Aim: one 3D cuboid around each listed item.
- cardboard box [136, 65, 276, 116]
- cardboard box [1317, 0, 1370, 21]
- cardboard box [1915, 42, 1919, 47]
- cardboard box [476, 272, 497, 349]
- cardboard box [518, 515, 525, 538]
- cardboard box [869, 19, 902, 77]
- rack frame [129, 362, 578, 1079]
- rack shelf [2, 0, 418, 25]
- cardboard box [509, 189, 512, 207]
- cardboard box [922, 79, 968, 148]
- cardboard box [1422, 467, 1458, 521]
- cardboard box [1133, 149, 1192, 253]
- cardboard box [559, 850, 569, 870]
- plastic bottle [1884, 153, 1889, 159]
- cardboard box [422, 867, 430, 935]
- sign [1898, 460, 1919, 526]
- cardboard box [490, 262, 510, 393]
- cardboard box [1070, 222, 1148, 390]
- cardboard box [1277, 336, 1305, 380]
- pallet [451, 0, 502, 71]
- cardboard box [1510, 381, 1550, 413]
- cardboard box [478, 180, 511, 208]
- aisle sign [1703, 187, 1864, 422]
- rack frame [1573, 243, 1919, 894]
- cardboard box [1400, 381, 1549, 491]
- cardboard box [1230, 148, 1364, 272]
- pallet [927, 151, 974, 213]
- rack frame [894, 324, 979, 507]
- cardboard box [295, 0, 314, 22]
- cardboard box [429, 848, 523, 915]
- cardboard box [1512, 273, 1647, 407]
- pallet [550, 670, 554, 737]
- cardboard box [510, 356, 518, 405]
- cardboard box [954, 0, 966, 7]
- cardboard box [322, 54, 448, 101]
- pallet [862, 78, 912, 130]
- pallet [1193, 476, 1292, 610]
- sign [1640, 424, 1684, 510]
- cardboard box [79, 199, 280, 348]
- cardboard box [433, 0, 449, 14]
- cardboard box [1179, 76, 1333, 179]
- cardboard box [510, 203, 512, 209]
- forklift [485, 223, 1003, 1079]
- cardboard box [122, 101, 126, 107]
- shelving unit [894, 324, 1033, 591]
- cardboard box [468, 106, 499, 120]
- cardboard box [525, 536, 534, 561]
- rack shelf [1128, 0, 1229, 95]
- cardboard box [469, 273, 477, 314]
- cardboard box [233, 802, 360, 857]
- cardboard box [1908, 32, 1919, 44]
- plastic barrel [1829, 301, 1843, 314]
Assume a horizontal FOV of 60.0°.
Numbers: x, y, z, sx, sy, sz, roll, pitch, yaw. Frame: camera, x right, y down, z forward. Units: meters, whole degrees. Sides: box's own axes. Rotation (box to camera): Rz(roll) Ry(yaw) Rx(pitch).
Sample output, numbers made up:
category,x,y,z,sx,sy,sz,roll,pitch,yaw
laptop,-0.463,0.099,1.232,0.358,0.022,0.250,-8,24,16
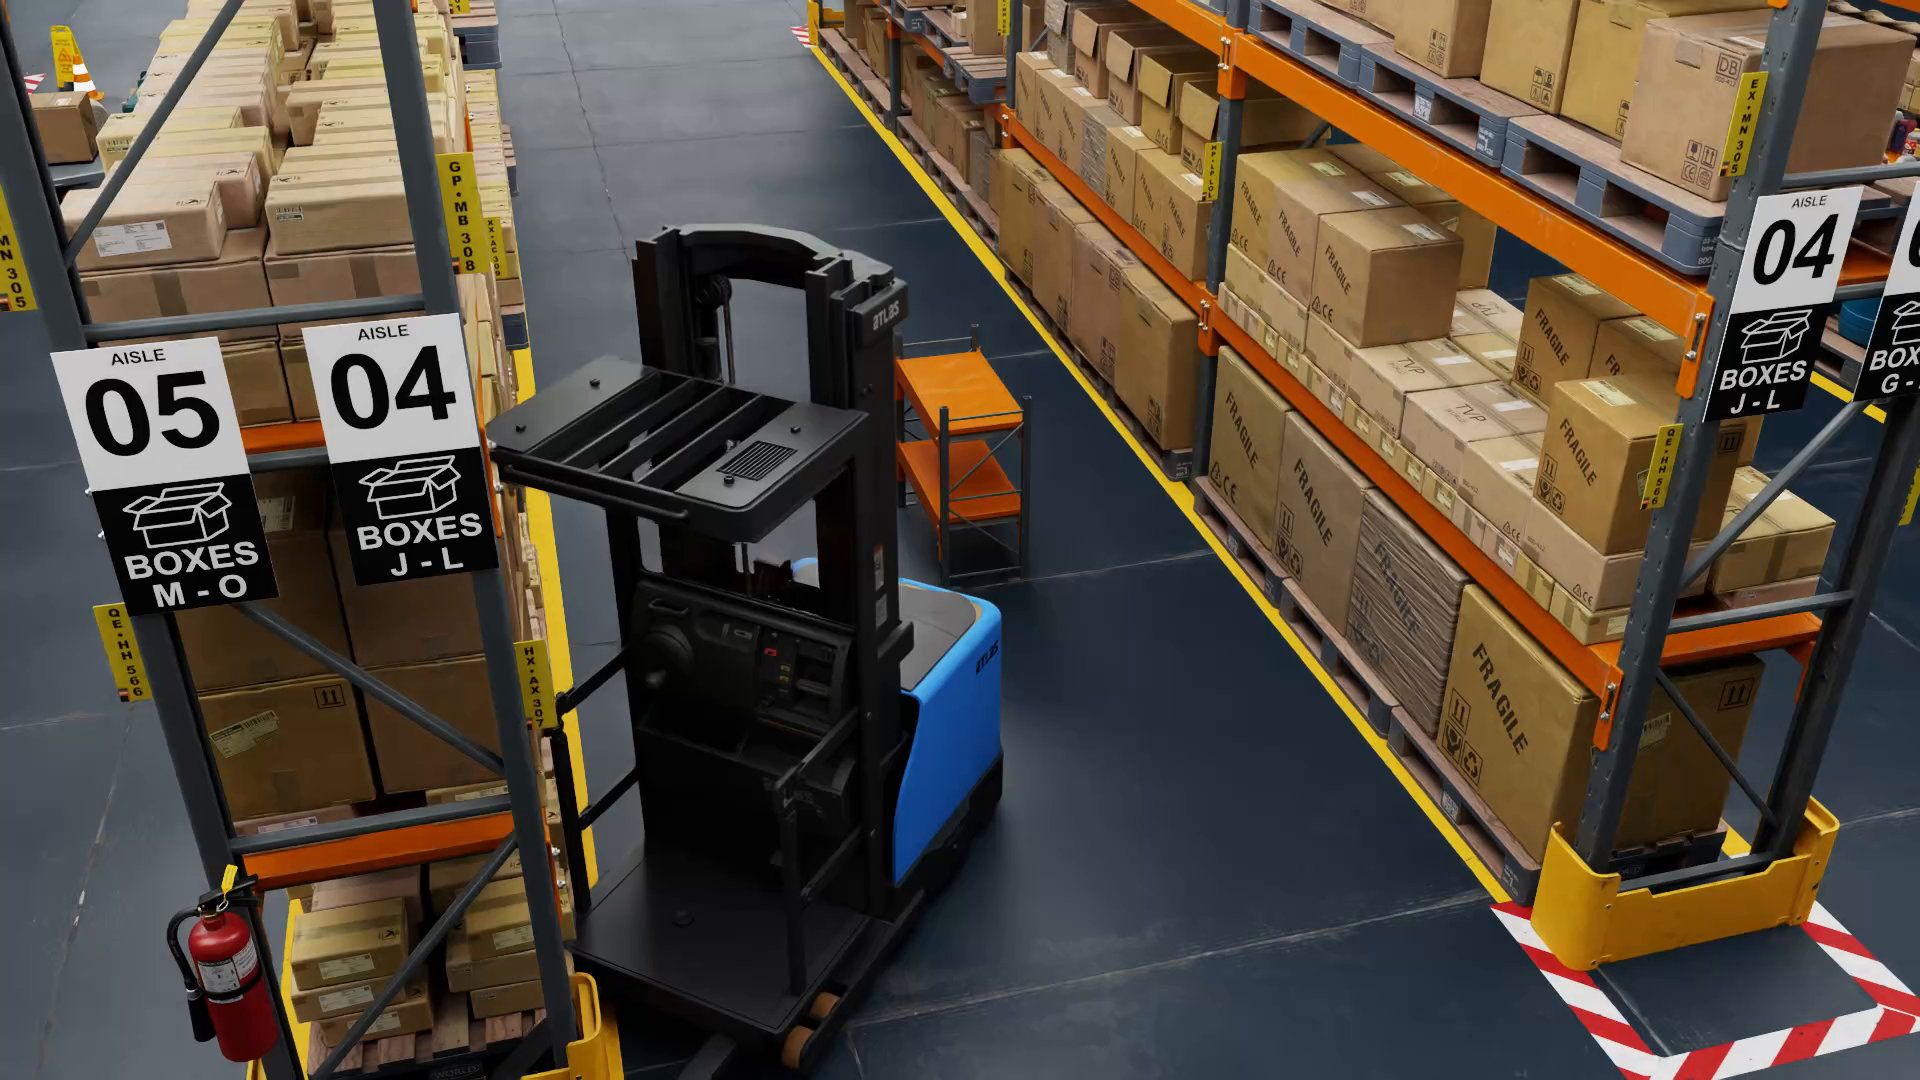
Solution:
category,x,y,z,sx,sy,sz,roll,pitch,yaw
cardboard box,-2.512,-1.472,5.557,0.380,0.149,0.250,-7,31,-12
cardboard box,2.182,-2.844,8.057,0.700,0.500,0.500,-10,31,-16
cardboard box,9.624,-5.086,17.309,0.500,0.311,0.500,-7,31,-12
cardboard box,-2.242,-0.953,7.007,0.500,0.500,0.500,-7,31,-12
cardboard box,-2.441,0.013,8.566,0.380,0.149,0.250,-7,31,-13
cardboard box,-0.674,-5.375,18.118,0.500,0.500,0.500,-11,32,-18
rack frame,-1.831,0.895,5.210,1.000,3.000,0.127,-8,31,-13
rack shelf,-2.361,-2.355,5.557,1.077,0.370,4.000,-8,31,-13
cardboard box,-2.969,-2.114,10.239,0.380,0.149,0.250,-9,31,-16
cardboard box,0.044,-4.088,15.874,0.700,0.500,0.500,-8,31,-14
cardboard box,2.294,-0.228,7.401,0.380,0.149,0.250,-9,31,-14
cardboard box,1.405,-2.121,10.319,0.500,0.500,0.500,-7,31,-12
cardboard box,-1.844,1.279,6.973,0.380,0.149,0.250,-7,31,-13
plastic bottle,6.294,-2.570,11.394,0.097,0.201,0.097,0,30,0
cardboard box,-2.324,1.471,6.642,0.380,0.149,0.250,-8,31,-14
sign,3.515,-0.196,6.151,0.100,0.325,0.005,-8,31,-13
cardboard box,-2.492,-1.013,8.109,0.500,0.500,0.500,-8,31,-13
cardboard box,1.489,-1.648,11.304,1.225,0.875,0.875,-9,31,-15
cardboard box,1.886,-0.971,8.684,0.380,0.149,0.250,-9,31,-15
pallet,-2.953,-2.566,8.383,1.213,0.211,1.003,-8,31,-13
cardboard box,2.837,-0.541,7.543,0.500,0.250,0.500,-9,31,-15
cardboard box,-2.699,-1.877,9.236,0.380,0.149,0.250,-8,31,-13
aisle sign,2.708,-0.766,5.485,0.394,0.787,0.004,-8,31,-13
rack frame,2.978,0.284,6.265,1.000,3.000,0.127,-8,31,-13
cardboard box,2.324,-0.469,7.419,0.500,0.250,0.500,-9,31,-15
cardboard box,1.797,-1.771,8.919,0.500,0.500,0.500,-8,31,-13
pallet,0.329,-3.339,15.307,1.003,0.211,1.213,-8,31,-13
rack frame,-0.133,-0.729,9.887,0.500,1.125,0.032,-8,31,-13
cardboard box,-2.887,-2.237,6.879,0.380,0.149,0.250,-8,31,-14
cardboard box,-1.831,1.274,6.387,0.380,0.149,0.250,-7,31,-12
cardboard box,2.835,-0.863,7.351,0.500,0.500,0.500,-9,31,-15
pallet,-2.352,1.080,7.674,1.003,0.211,1.213,-8,31,-13
cardboard box,-2.975,-0.784,10.187,0.500,0.500,0.500,-6,31,-11
cardboard box,0.342,-4.913,14.722,0.797,0.503,0.637,-5,30,-8
cardboard box,-1.961,-1.548,5.689,0.380,0.149,0.250,-7,31,-12
pallet,-0.419,-4.624,17.529,1.003,0.211,1.213,-8,31,-13
pallet,2.043,-0.063,9.649,1.003,0.211,1.213,-8,31,-13
sign,2.451,-0.254,5.802,0.100,0.325,0.005,-8,31,-13
cardboard box,-2.198,-0.743,4.697,0.500,0.250,0.500,-9,31,-15
cardboard box,-2.360,-2.306,6.998,0.380,0.149,0.250,-8,31,-13
cardboard box,1.739,-2.433,9.857,0.797,0.503,0.637,-9,31,-15
cardboard box,-2.763,-1.865,9.513,0.380,0.149,0.250,-9,31,-15
forklift,-0.918,0.482,5.991,1.130,2.935,3.031,14,33,23
cardboard box,-8.528,-4.528,17.424,0.380,0.149,0.250,7,31,13
shelving unit,0.002,-0.484,9.463,0.538,1.125,1.048,-8,31,-13
cardboard box,-3.115,-2.630,10.537,0.380,0.149,0.250,-8,31,-13
cardboard box,-2.418,0.125,8.669,0.380,0.149,0.250,-9,31,-16
rack shelf,1.386,-3.601,10.700,1.077,0.370,4.000,-8,31,-13
cardboard box,-1.839,-0.844,5.370,0.500,0.250,0.500,-7,31,-12
cardboard box,-2.190,0.884,5.480,0.380,0.149,0.250,-8,31,-13
cardboard box,10.133,-5.169,17.452,0.500,0.311,0.500,-8,31,-14
plastic barrel,6.376,-2.187,12.209,0.600,0.901,0.708,-8,31,-13
